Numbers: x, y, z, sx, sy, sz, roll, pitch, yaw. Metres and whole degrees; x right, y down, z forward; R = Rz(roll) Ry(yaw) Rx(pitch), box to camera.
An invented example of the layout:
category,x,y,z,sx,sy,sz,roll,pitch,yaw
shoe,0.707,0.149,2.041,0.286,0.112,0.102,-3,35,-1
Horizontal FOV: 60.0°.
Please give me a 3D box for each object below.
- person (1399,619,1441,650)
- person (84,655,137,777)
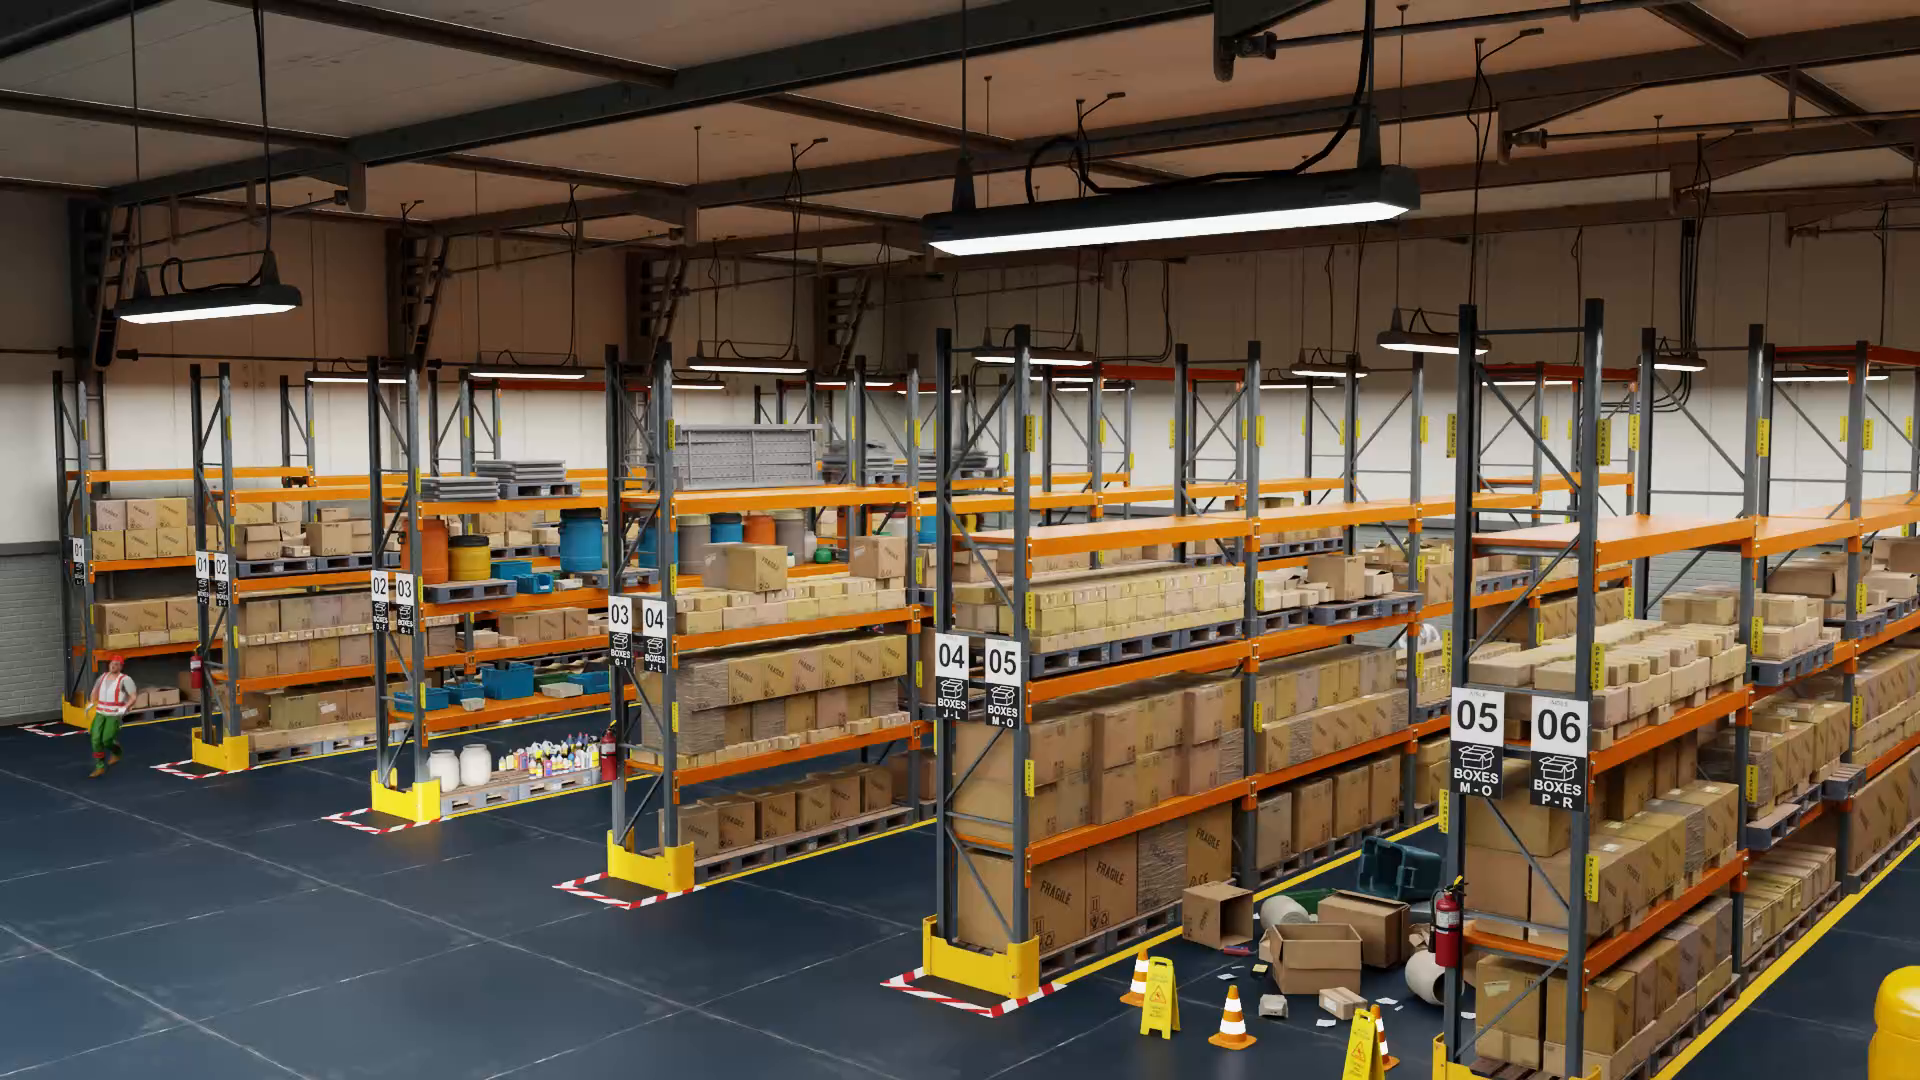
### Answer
category,x,y,z,sx,sy,sz,roll,pitch,yaw
person,8.370,2.144,30.162,0.763,1.717,0.592,-1,4,-8
person,-12.413,2.554,24.298,0.719,1.746,0.650,0,4,5
